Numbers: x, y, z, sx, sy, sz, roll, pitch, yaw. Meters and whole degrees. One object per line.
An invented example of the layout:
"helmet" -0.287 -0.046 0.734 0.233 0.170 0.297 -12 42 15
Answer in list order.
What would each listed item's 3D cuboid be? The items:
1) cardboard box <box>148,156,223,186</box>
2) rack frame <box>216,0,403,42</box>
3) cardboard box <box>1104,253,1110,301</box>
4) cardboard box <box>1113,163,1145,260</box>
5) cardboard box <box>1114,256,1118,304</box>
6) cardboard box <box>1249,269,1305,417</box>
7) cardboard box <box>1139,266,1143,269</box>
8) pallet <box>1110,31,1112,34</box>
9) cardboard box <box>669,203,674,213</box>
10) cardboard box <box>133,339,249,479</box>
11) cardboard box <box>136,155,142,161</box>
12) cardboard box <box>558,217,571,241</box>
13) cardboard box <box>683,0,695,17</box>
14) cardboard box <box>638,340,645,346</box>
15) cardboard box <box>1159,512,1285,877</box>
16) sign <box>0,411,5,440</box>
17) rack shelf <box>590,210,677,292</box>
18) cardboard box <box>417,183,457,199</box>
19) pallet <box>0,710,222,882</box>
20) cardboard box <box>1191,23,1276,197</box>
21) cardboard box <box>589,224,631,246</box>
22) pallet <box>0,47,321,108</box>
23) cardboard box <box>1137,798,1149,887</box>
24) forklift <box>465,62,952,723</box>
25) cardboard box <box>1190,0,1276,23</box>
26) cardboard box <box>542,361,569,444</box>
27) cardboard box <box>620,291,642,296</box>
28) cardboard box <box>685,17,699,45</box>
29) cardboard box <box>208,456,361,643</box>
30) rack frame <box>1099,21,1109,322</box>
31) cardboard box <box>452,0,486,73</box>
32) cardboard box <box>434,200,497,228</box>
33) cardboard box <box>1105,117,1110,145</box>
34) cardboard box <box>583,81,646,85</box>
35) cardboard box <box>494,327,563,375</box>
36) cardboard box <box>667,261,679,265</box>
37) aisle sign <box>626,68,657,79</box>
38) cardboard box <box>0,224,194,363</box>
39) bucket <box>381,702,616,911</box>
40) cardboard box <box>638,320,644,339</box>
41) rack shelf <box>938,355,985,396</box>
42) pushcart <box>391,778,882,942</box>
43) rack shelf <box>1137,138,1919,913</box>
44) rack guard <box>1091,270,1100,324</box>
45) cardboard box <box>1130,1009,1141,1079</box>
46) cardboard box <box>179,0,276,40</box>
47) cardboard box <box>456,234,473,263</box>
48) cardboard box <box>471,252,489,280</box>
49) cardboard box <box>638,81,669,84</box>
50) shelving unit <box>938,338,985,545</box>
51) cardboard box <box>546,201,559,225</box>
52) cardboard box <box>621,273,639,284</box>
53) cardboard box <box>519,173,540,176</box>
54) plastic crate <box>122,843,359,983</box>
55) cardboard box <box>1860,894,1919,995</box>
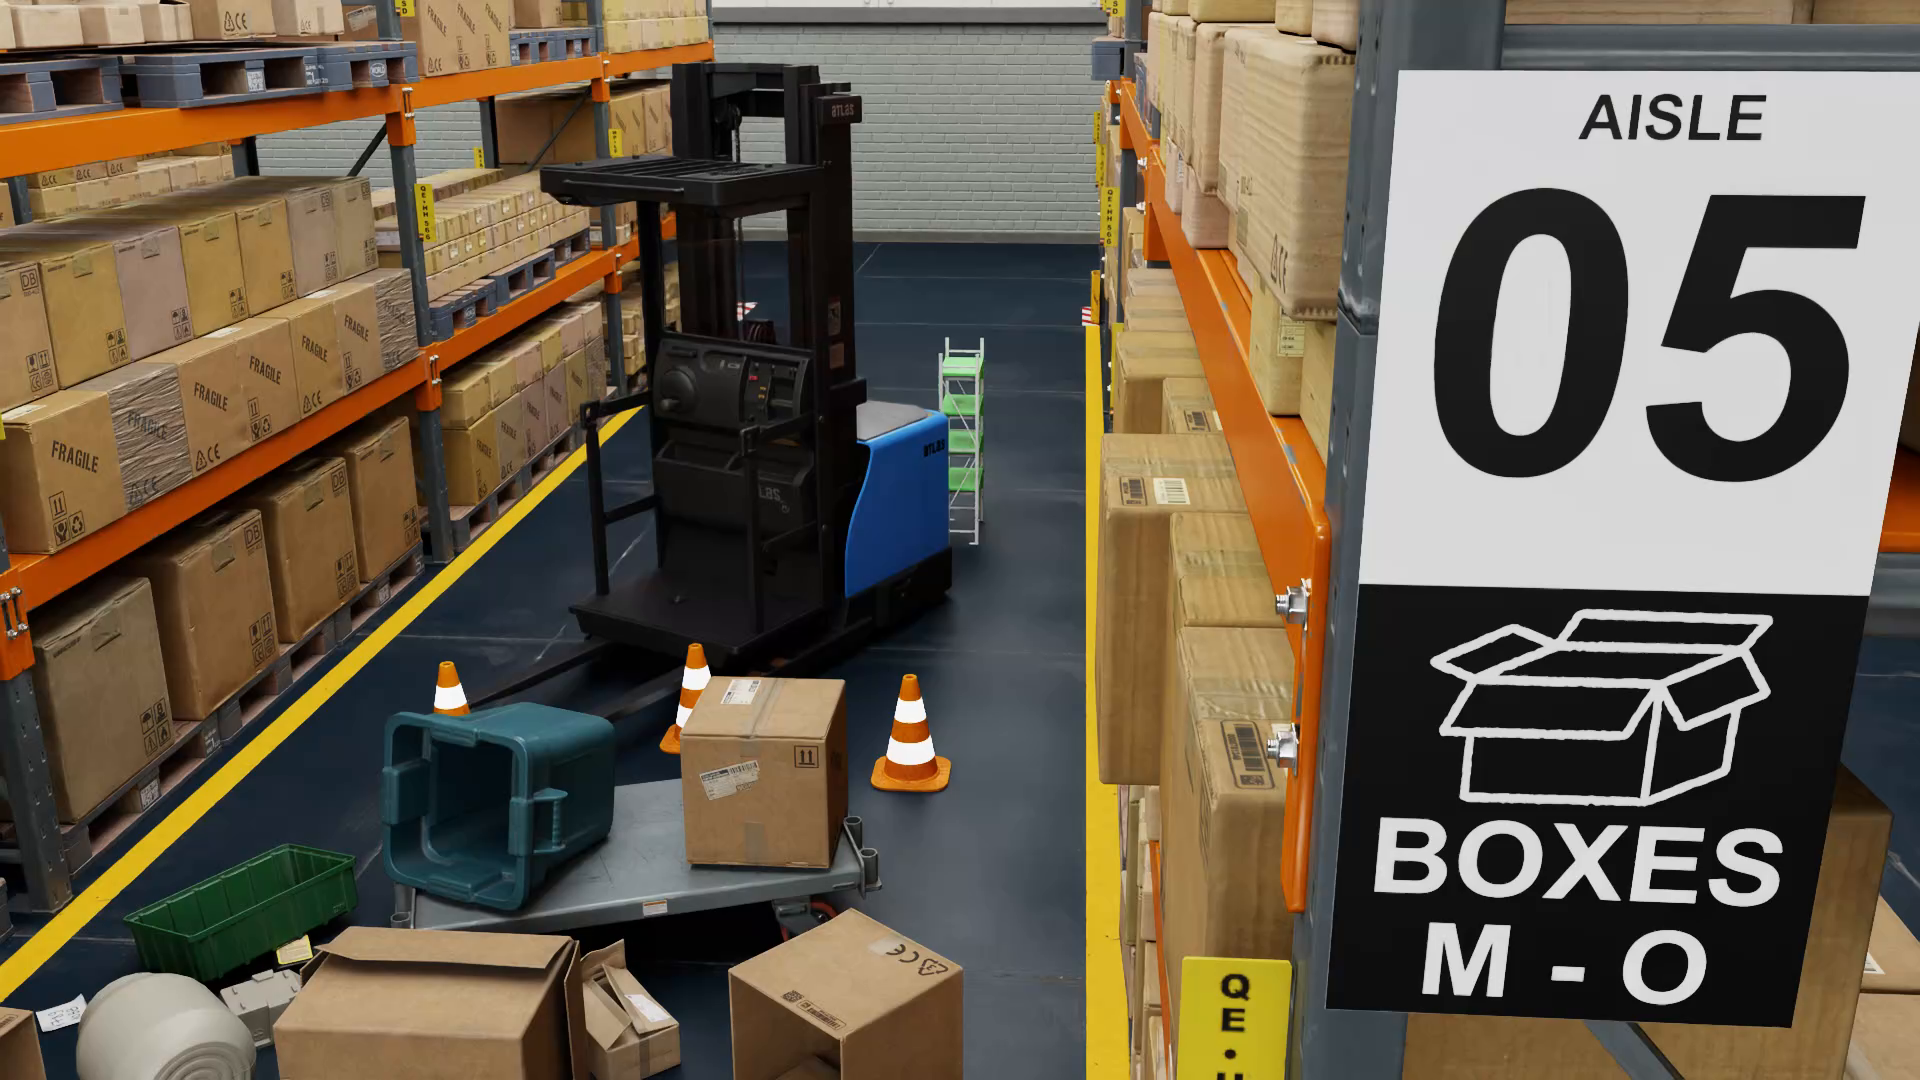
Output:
"cardboard box" -7.737 -3.686 16.617 0.500 0.250 0.500 1 18 3
"rack frame" -3.563 -4.154 8.648 1.000 3.000 0.127 1 18 4
"cardboard box" 1.240 -1.789 11.308 0.500 0.250 0.500 1 18 3
"cardboard box" 1.158 -1.913 9.677 0.500 0.500 0.500 1 18 2
"cardboard box" 1.163 -1.546 9.762 0.500 0.250 0.500 1 18 4
"cardboard box" 0.540 -0.240 1.925 0.380 0.149 0.250 1 18 4
"cardboard box" 0.976 -0.833 6.834 0.500 0.500 0.500 2 18 6
"pallet" 1.827 -4.481 14.606 1.003 0.211 1.213 1 18 4
"cardboard box" -2.911 -3.162 15.660 0.380 0.149 0.250 1 18 2
"cardboard box" -3.470 -0.577 7.207 0.500 0.500 0.500 1 18 4
"cardboard box" -8.300 -3.897 16.057 0.500 0.500 0.500 1 18 2
"cardboard box" -3.145 -2.340 12.475 0.380 0.149 0.250 1 18 4
"cardboard box" -2.804 -5.072 15.704 0.500 0.250 0.500 1 18 2
"cardboard box" -2.945 -1.657 14.566 0.380 0.149 0.250 1 18 4
"cardboard box" 0.671 0.276 2.518 0.700 0.500 0.500 1 18 4
"sign" -3.296 -0.498 5.607 0.100 0.325 0.005 1 18 4
"rack shelf" -3.133 -2.824 15.381 1.077 0.370 4.000 1 18 4
"cardboard box" -3.836 -2.473 11.926 0.380 0.149 0.250 1 18 3
"pallet" -3.870 1.023 6.961 1.003 0.211 1.213 1 18 4
"cardboard box" 0.646 -0.717 2.740 0.500 0.250 0.500 2 18 5
"cardboard box" -2.930 -2.506 13.658 0.380 0.149 0.250 2 18 6
"pallet" -3.634 -2.090 7.470 1.003 0.211 1.213 2 18 6
"cardboard box" 0.679 0.835 4.552 0.380 0.149 0.250 2 18 6
"forklift" -1.248 -0.764 8.046 1.130 2.935 3.031 11 21 30
"cardboard box" 0.614 -1.013 3.002 0.380 0.149 0.250 2 18 5
"cardboard box" -3.156 -1.003 12.006 0.500 0.500 0.500 1 18 3
"cardboard box" -2.964 -2.184 15.220 0.380 0.149 0.250 1 18 2
"cardboard box" -2.788 -4.836 15.788 0.500 0.250 0.500 1 18 4
"cardboard box" -3.756 0.025 8.467 1.050 0.750 0.750 2 18 5
"rack frame" 1.955 -3.708 16.923 1.000 3.000 0.127 1 18 4
"cardboard box" -3.228 -3.103 10.097 0.500 0.500 0.500 1 18 4
"cardboard box" -3.261 -2.131 10.882 0.380 0.149 0.250 2 18 6
"cardboard box" 1.427 -3.141 13.427 0.500 0.500 0.500 1 18 3
"cardboard box" -3.316 -4.161 16.061 0.500 0.500 0.500 2 18 6
"cardboard box" -3.151 -1.352 11.869 0.500 0.250 0.500 0 18 1
"cardboard box" -2.775 -2.745 16.931 0.380 0.149 0.250 1 18 5
"aisle sign" -3.284 -5.052 16.849 0.394 0.787 0.004 1 18 4
"cardboard box" -3.749 -1.054 7.057 0.700 0.500 0.500 1 18 4
"bucket" -1.560 0.866 5.777 0.726 0.611 0.620 8 10 23
"cardboard box" -2.999 -1.878 14.762 0.380 0.149 0.250 0 18 1
"rack shelf" 0.012 -1.017 10.264 0.258 0.148 0.480 1 18 4
"pushcart" -1.183 1.229 6.065 1.648 0.377 0.936 -5 19 -15
"rack shelf" 0.951 -0.444 3.298 1.077 0.370 4.000 1 18 4
"rack guard" 1.957 -2.528 17.335 1.175 0.500 0.348 1 18 4
"cardboard box" 0.756 1.469 4.864 0.500 0.250 0.500 2 18 7
"cardboard box" -3.408 -2.477 7.351 0.500 0.500 0.500 1 18 4
"cardboard box" -3.295 -1.837 10.464 0.380 0.149 0.250 1 18 2
"cardboard box" -3.274 -1.768 10.732 0.380 0.149 0.250 2 18 6
"cardboard box" -2.811 -4.146 16.016 0.500 0.500 0.500 1 18 2
"shelving unit" 0.012 -0.622 10.393 0.258 1.200 0.503 1 18 4
"cardboard box" -3.161 -2.395 12.166 0.380 0.149 0.250 1 18 2
"cardboard box" -3.347 -2.517 16.237 0.380 0.149 0.250 0 18 1
"cardboard box" -3.129 -2.696 12.606 0.380 0.149 0.250 1 18 2
"plastic crate" -2.556 1.332 5.965 0.450 0.188 0.662 0 15 35
"cardboard box" 1.153 0.770 2.617 0.500 0.500 0.500 2 18 6
